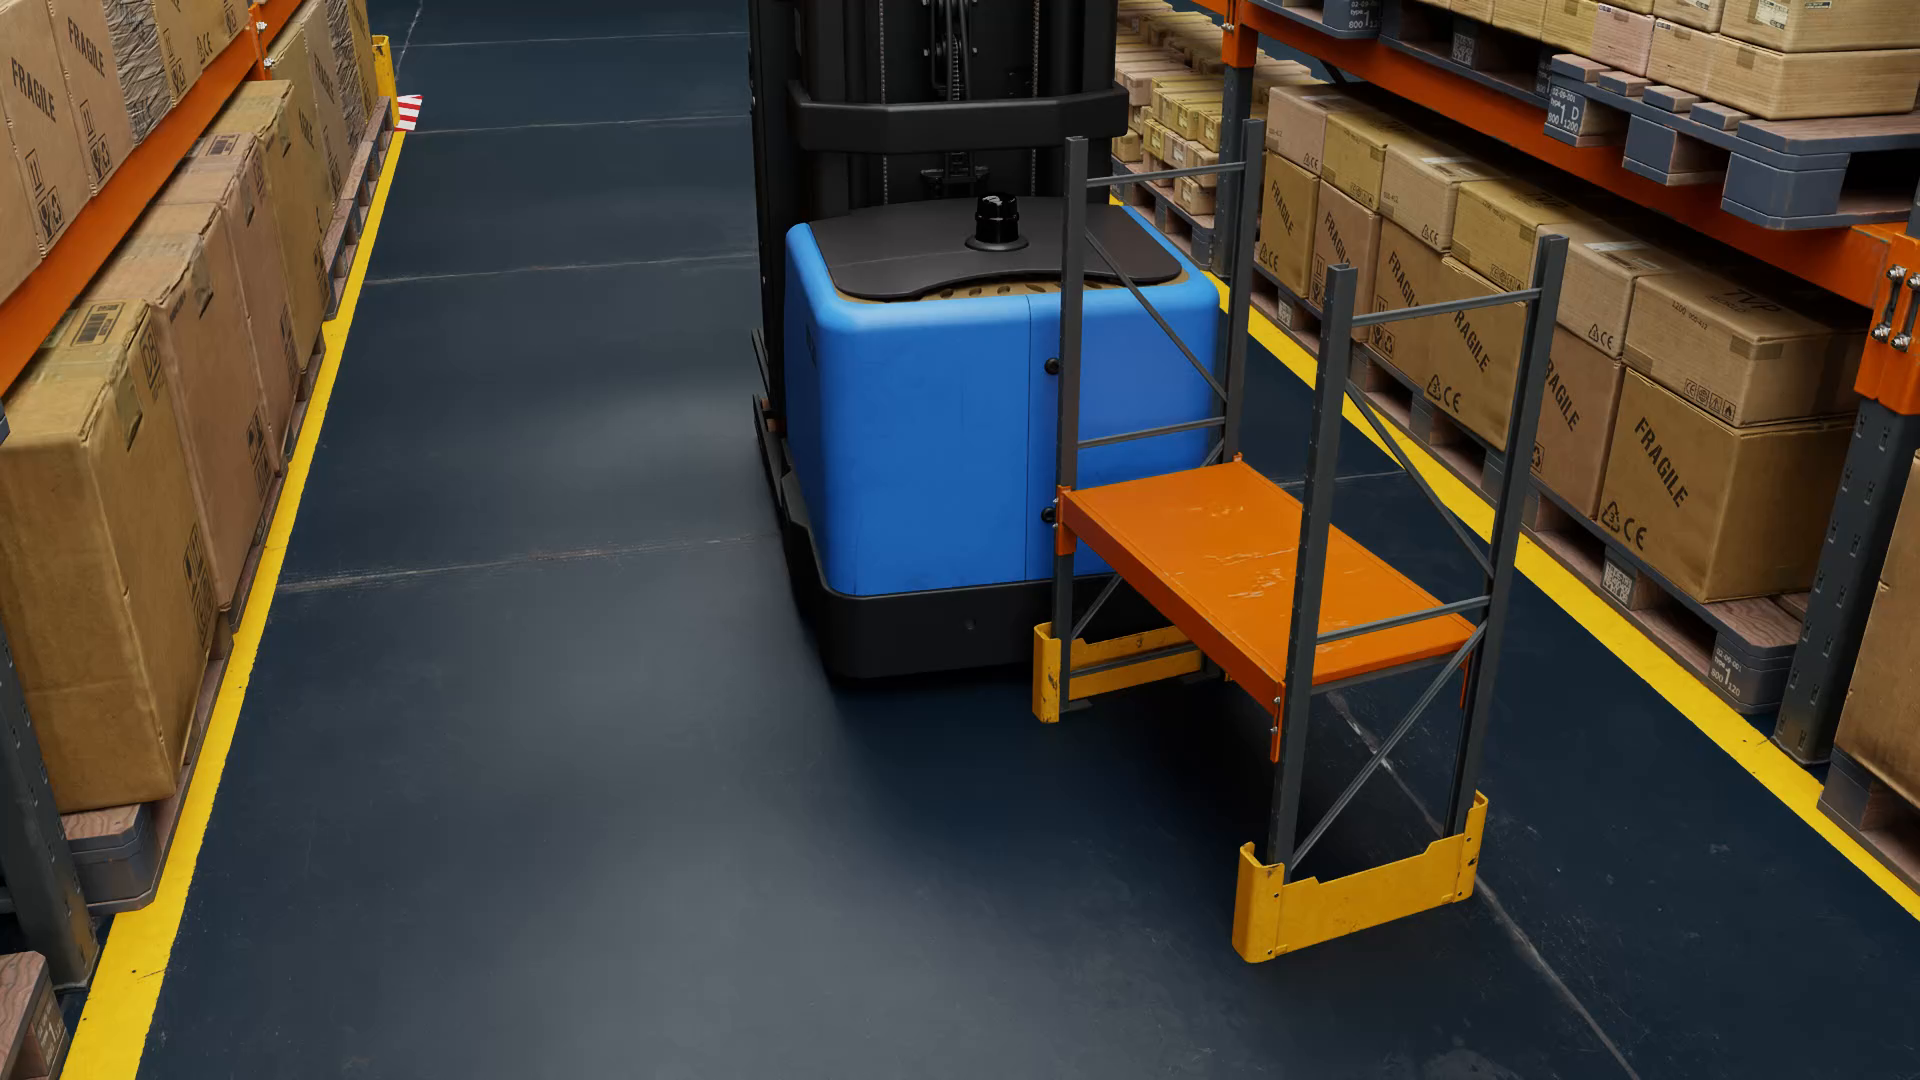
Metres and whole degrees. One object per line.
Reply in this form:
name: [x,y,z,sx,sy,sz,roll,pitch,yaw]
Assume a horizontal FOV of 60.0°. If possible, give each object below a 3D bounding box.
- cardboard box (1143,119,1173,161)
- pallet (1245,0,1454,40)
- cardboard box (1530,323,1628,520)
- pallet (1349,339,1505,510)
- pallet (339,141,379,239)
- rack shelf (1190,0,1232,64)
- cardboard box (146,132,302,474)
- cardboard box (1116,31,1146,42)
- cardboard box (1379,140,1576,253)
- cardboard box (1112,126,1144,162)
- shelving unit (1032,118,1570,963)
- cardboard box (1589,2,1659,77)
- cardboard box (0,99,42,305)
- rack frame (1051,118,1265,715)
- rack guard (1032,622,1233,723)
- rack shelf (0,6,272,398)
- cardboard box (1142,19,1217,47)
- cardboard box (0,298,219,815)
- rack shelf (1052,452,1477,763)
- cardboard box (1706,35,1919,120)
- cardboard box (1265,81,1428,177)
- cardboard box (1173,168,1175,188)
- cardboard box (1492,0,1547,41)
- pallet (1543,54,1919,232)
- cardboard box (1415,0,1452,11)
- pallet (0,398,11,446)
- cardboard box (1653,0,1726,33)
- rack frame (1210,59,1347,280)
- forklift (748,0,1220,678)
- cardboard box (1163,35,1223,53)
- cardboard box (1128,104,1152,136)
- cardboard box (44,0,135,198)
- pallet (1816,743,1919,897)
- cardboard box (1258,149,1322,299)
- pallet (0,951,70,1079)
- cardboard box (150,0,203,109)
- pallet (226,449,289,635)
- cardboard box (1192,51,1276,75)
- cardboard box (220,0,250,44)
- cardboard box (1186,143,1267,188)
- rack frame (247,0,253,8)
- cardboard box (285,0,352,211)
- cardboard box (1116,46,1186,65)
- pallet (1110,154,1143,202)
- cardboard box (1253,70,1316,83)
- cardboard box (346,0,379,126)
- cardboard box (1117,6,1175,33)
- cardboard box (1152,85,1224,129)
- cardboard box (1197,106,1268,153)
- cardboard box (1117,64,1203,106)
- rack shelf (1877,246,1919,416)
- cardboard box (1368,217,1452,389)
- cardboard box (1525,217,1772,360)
cardboard box: [1.130,-1.992,8.235,0.380,0.149,0.250,-7,28,-13]
pallet: [1.692,-2.169,6.431,1.003,0.211,1.213,-6,27,-12]
cardboard box: [2.046,-0.411,5.044,0.500,0.500,0.500,-5,27,-10]
pallet: [2.116,-0.482,5.970,1.003,0.211,1.213,-6,27,-12]
pallet: [-3.568,-1.779,8.541,1.003,0.211,1.213,-6,27,-12]
rack shelf: [1.210,-3.162,8.984,1.077,0.370,4.000,-6,27,-12]
cardboard box: [-2.828,-0.714,5.227,1.225,0.875,0.875,-7,28,-13]
cardboard box: [0.848,-2.821,9.548,0.380,0.149,0.250,-5,27,-10]
cardboard box: [1.803,-1.202,5.779,0.500,0.250,0.500,-5,27,-10]
cardboard box: [1.007,-2.112,8.803,0.380,0.149,0.250,-6,27,-12]
shelving unit: [0.664,-0.054,3.692,0.587,1.500,1.083,-11,29,-20]
cardboard box: [1.891,-1.316,4.342,0.380,0.149,0.250,-5,27,-11]
cardboard box: [-2.137,-0.675,3.148,0.500,0.500,0.500,-5,27,-10]
rack frame: [0.469,-0.261,4.102,0.500,1.500,0.032,-11,29,-20]
rack guard: [0.470,0.298,4.383,0.587,0.250,0.087,-11,29,-20]
rack shelf: [-2.743,-0.947,4.595,1.077,0.370,4.000,-6,27,-12]
cardboard box: [1.305,-2.998,9.898,0.380,0.149,0.250,-7,28,-14]
cardboard box: [-2.428,0.066,3.682,1.225,0.875,0.875,-7,28,-14]
rack shelf: [0.667,0.111,3.765,0.538,0.185,1.000,-11,29,-20]
cardboard box: [2.004,-1.094,3.902,0.380,0.149,0.250,-5,27,-11]
cardboard box: [1.570,-1.660,6.686,0.500,0.250,0.500,-7,28,-14]
cardboard box: [1.264,-1.780,8.145,0.380,0.149,0.250,-5,27,-10]
cardboard box: [1.776,-1.544,4.793,0.380,0.149,0.250,-7,28,-14]
pallet: [2.298,-1.065,4.245,1.213,0.211,1.003,-6,27,-12]
cardboard box: [1.655,-1.777,5.255,0.380,0.149,0.250,-7,28,-14]
pallet: [-2.028,-0.002,2.138,1.213,0.211,1.003,-6,27,-12]
cardboard box: [1.946,-1.345,4.068,0.380,0.149,0.250,-5,27,-10]
rack frame: [1.661,-2.605,7.082,1.000,3.000,0.127,-6,27,-12]
forklift: [-0.124,-1.587,5.141,1.130,2.935,3.031,-5,27,-10]
cardboard box: [1.371,-2.758,9.424,0.380,0.149,0.250,-7,28,-13]
cardboard box: [1.092,-2.222,8.691,0.380,0.149,0.250,-5,27,-10]
cardboard box: [-2.374,-1.126,4.041,0.500,0.500,0.500,-6,27,-13]
pallet: [2.667,0.750,3.531,1.003,0.211,1.213,-6,27,-12]
cardboard box: [1.569,-1.325,6.855,0.500,0.500,0.500,-5,27,-10]
pallet: [-2.118,1.198,2.641,1.003,0.211,1.213,-6,27,-12]
cardboard box: [-2.593,-1.566,4.913,0.500,0.500,0.500,-6,27,-12]
pallet: [-2.668,-0.033,5.081,1.003,0.211,1.213,-6,27,-12]
cardboard box: [1.475,-2.534,8.979,0.380,0.149,0.250,-7,28,-14]
cardboard box: [-2.823,-2.013,5.798,0.500,0.500,0.500,-6,27,-11]
cardboard box: [1.280,-1.759,7.773,0.380,0.149,0.250,-5,27,-11]
rack frame: [-3.194,-2.146,6.172,1.000,3.000,0.127,-6,27,-12]
cardboard box: [-3.468,-2.078,7.929,0.875,0.875,0.875,-6,27,-12]
cardboard box: [1.013,-2.600,9.111,0.380,0.149,0.250,-6,27,-11]
pallet: [1.197,-2.188,9.351,1.003,0.211,1.213,-6,27,-12]
cardboard box: [1.595,-2.303,8.521,0.380,0.149,0.250,-7,28,-13]
cardboard box: [-3.873,-2.868,9.495,0.875,0.875,0.875,-6,27,-12]
cardboard box: [1.127,-3.219,10.335,0.380,0.149,0.250,-5,27,-11]
cardboard box: [1.168,-2.132,8.182,0.380,0.149,0.250,-6,27,-12]
cardboard box: [1.327,-1.915,7.753,0.380,0.149,0.250,-5,27,-10]
cardboard box: [1.035,-2.363,8.641,0.380,0.149,0.250,-7,28,-14]
rack shelf: [3.013,0.350,2.026,1.077,0.370,4.000,-6,27,-12]
cardboard box: [1.821,-0.865,5.942,0.500,0.500,0.500,-5,27,-11]
cardboard box: [2.029,-0.750,4.882,0.500,0.250,0.500,-6,27,-11]
